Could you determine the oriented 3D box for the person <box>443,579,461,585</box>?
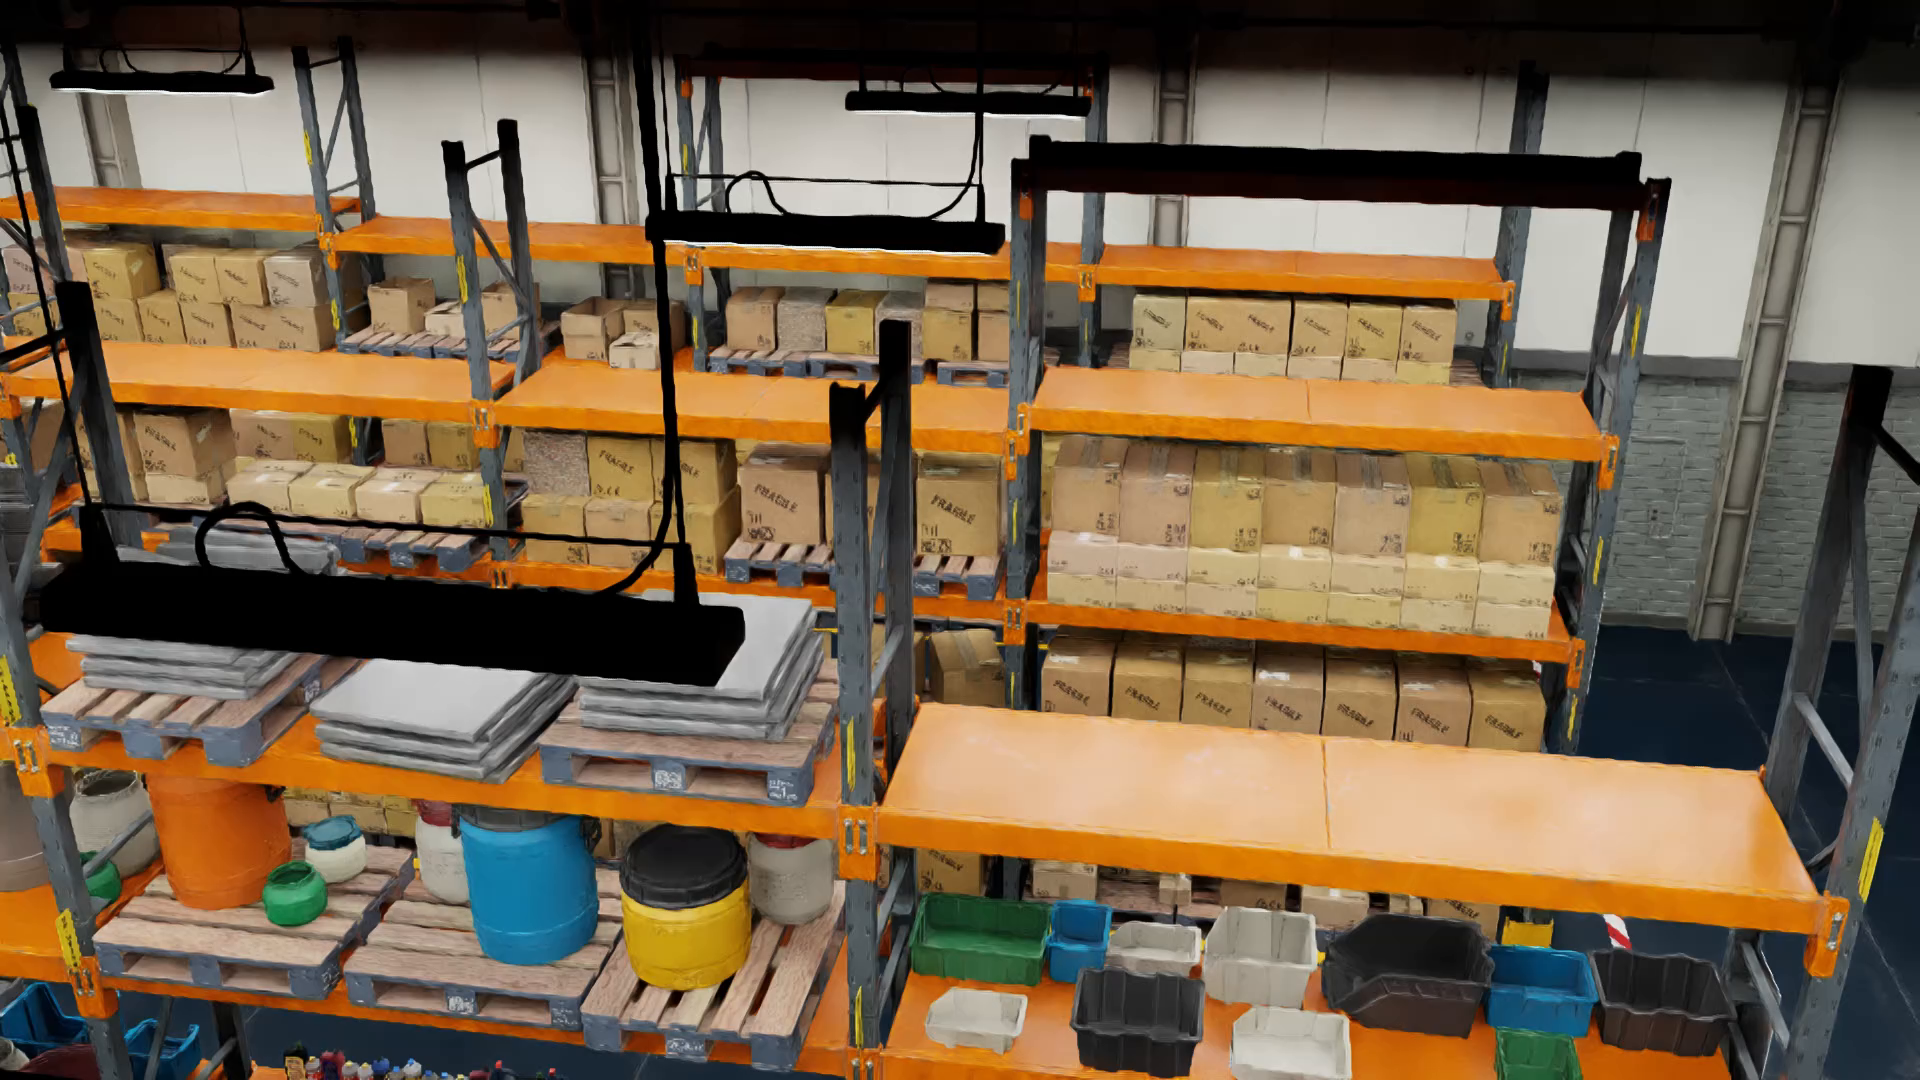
[{"bbox_3d":[-4.583,1.110,15.710,0.513,1.604,0.592,3,23,8],"label":"person"}]
